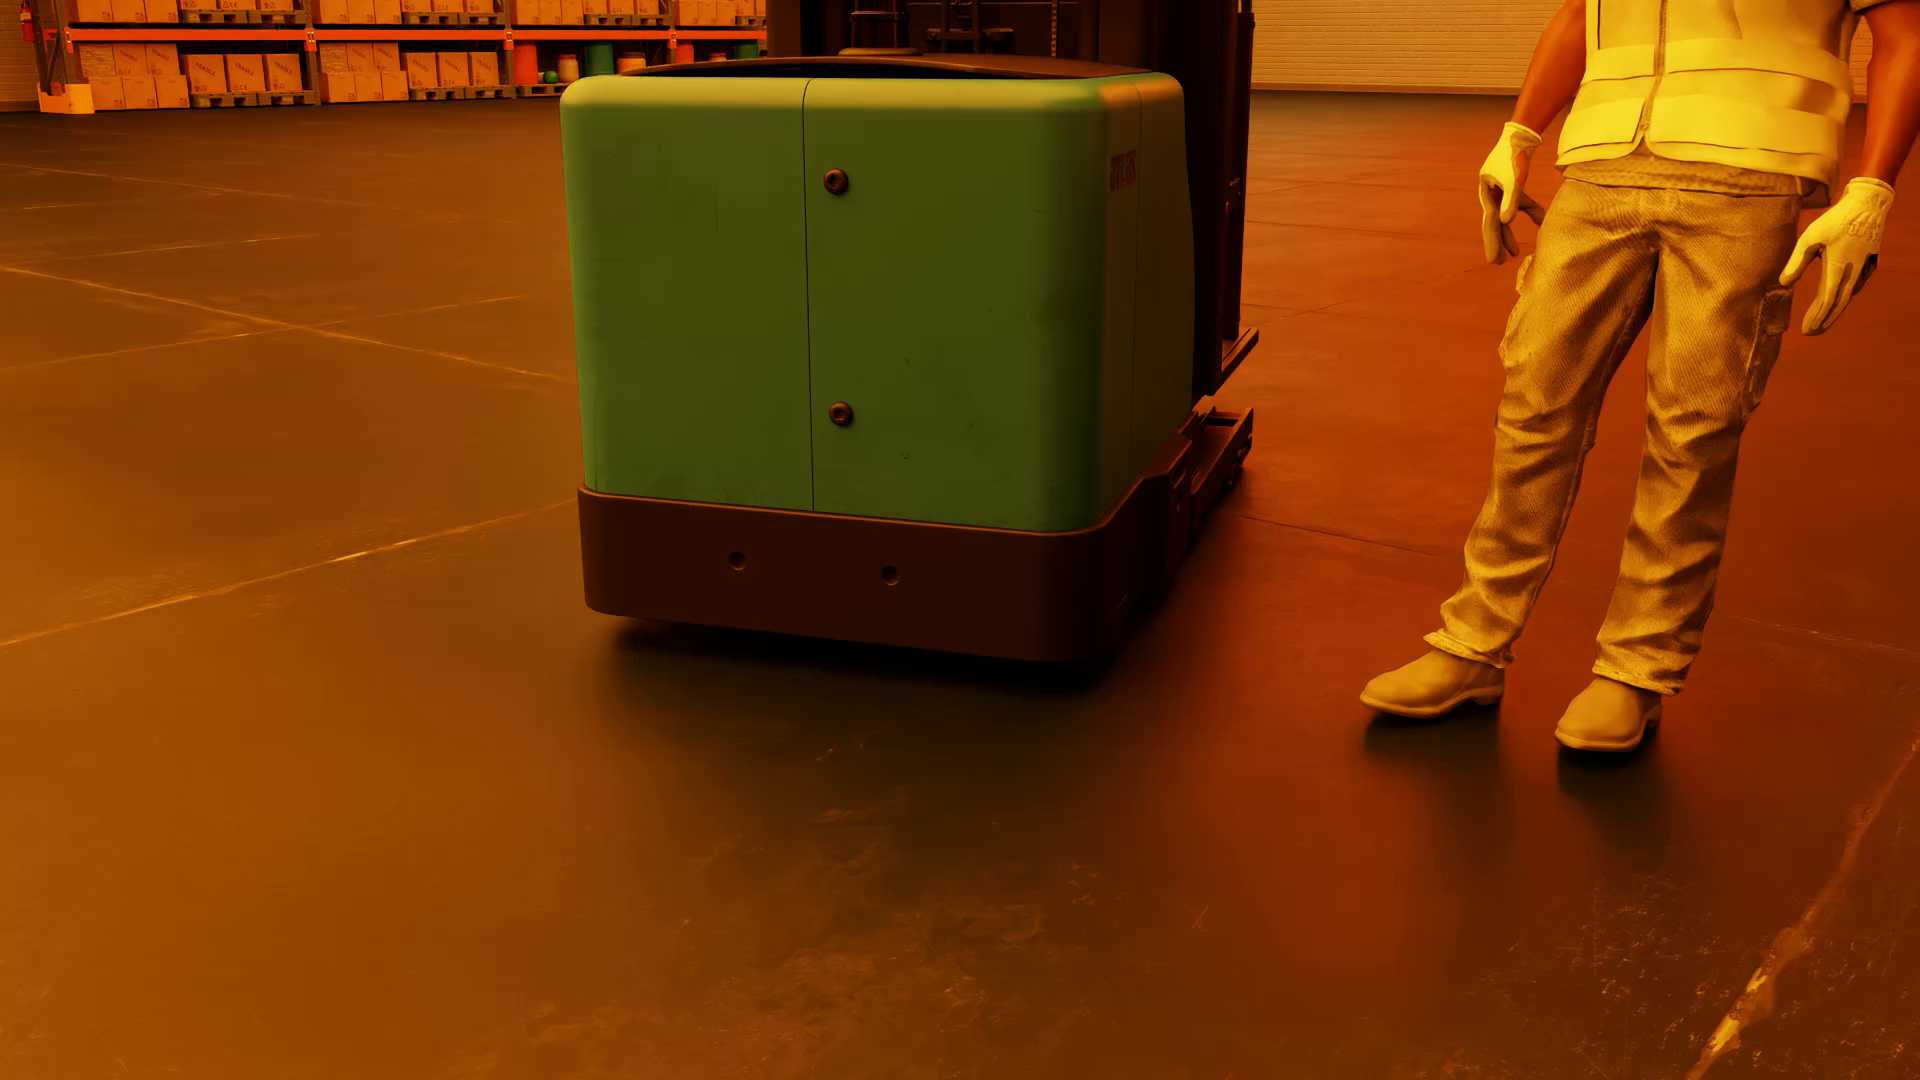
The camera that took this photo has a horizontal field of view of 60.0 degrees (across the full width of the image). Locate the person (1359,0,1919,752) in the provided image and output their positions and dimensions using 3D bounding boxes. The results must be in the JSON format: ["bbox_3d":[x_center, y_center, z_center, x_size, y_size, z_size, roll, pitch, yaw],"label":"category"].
[{"bbox_3d":[1.092,-0.533,2.604,0.577,1.781,0.656,-14,22,-38],"label":"person"}]

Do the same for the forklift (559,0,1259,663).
[{"bbox_3d":[0.182,-1.571,4.072,1.130,2.935,3.031,5,18,17],"label":"forklift"}]
